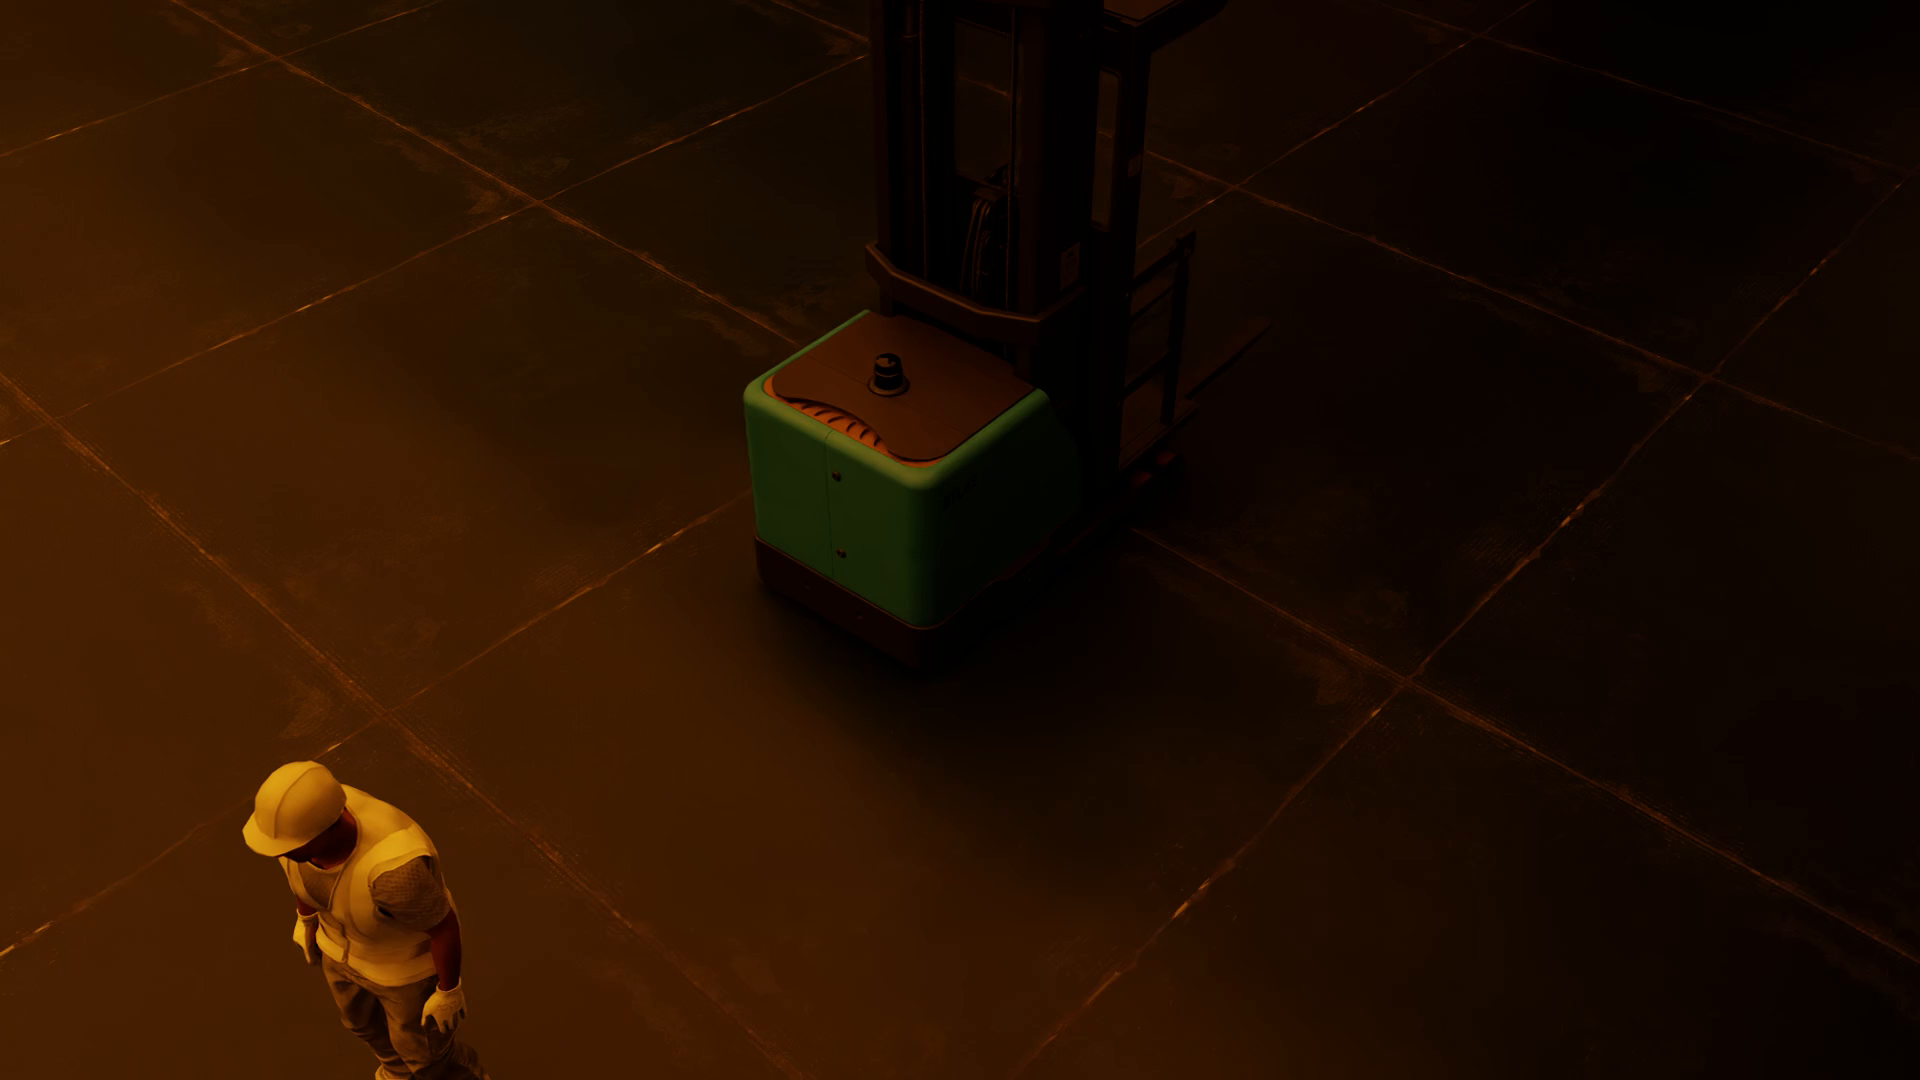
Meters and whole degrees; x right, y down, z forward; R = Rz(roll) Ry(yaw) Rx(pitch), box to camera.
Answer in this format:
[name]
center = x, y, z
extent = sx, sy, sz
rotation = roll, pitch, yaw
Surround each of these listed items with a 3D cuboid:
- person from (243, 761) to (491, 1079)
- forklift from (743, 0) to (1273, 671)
[person]
center = -1.712, 1.227, 4.891
extent = 0.616, 1.772, 0.453
rotation = 20, 45, 22
[forklift]
center = 0.417, -1.463, 7.134
extent = 1.130, 2.935, 3.031
rotation = 28, 48, 29
